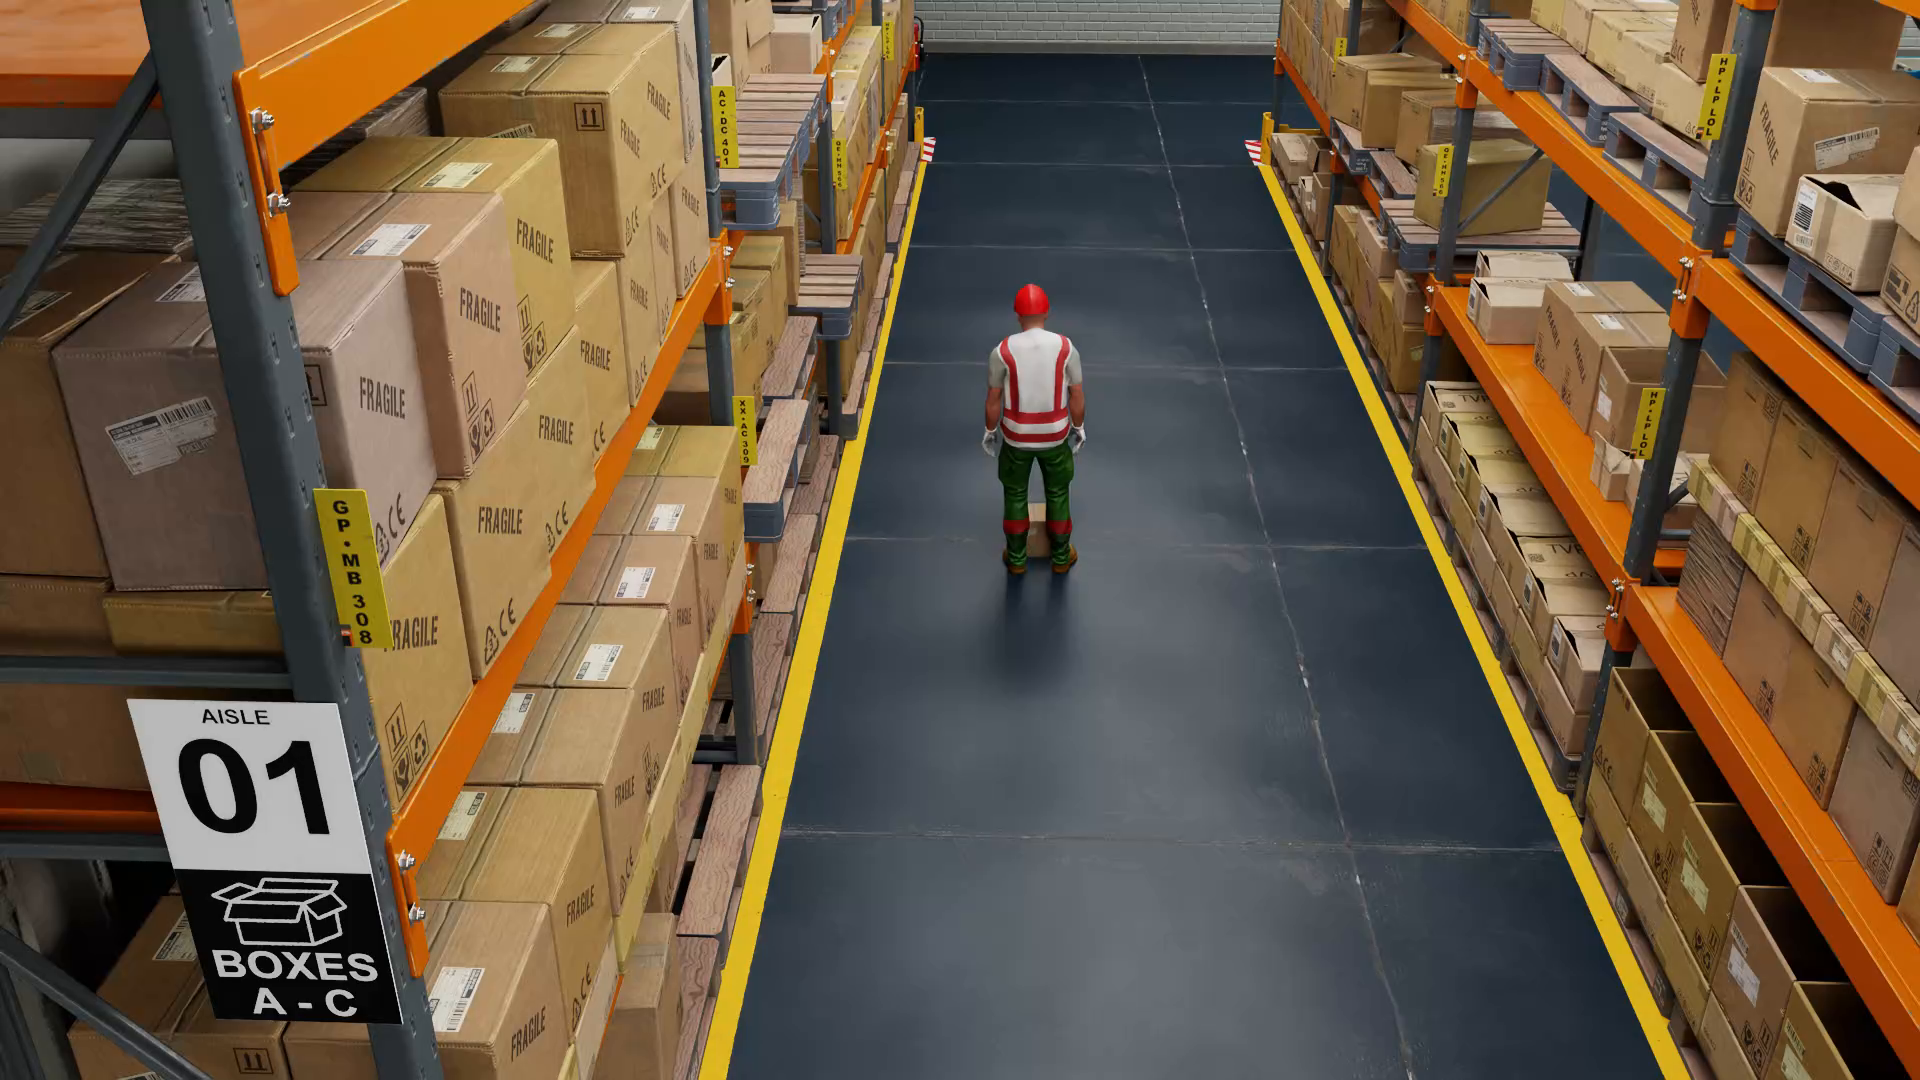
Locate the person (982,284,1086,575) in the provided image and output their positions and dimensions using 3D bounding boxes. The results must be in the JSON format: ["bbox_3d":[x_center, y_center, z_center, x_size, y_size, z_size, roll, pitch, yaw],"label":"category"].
[{"bbox_3d":[0.438,-0.632,9.809,0.614,1.778,0.453,-1,28,-1],"label":"person"}]
